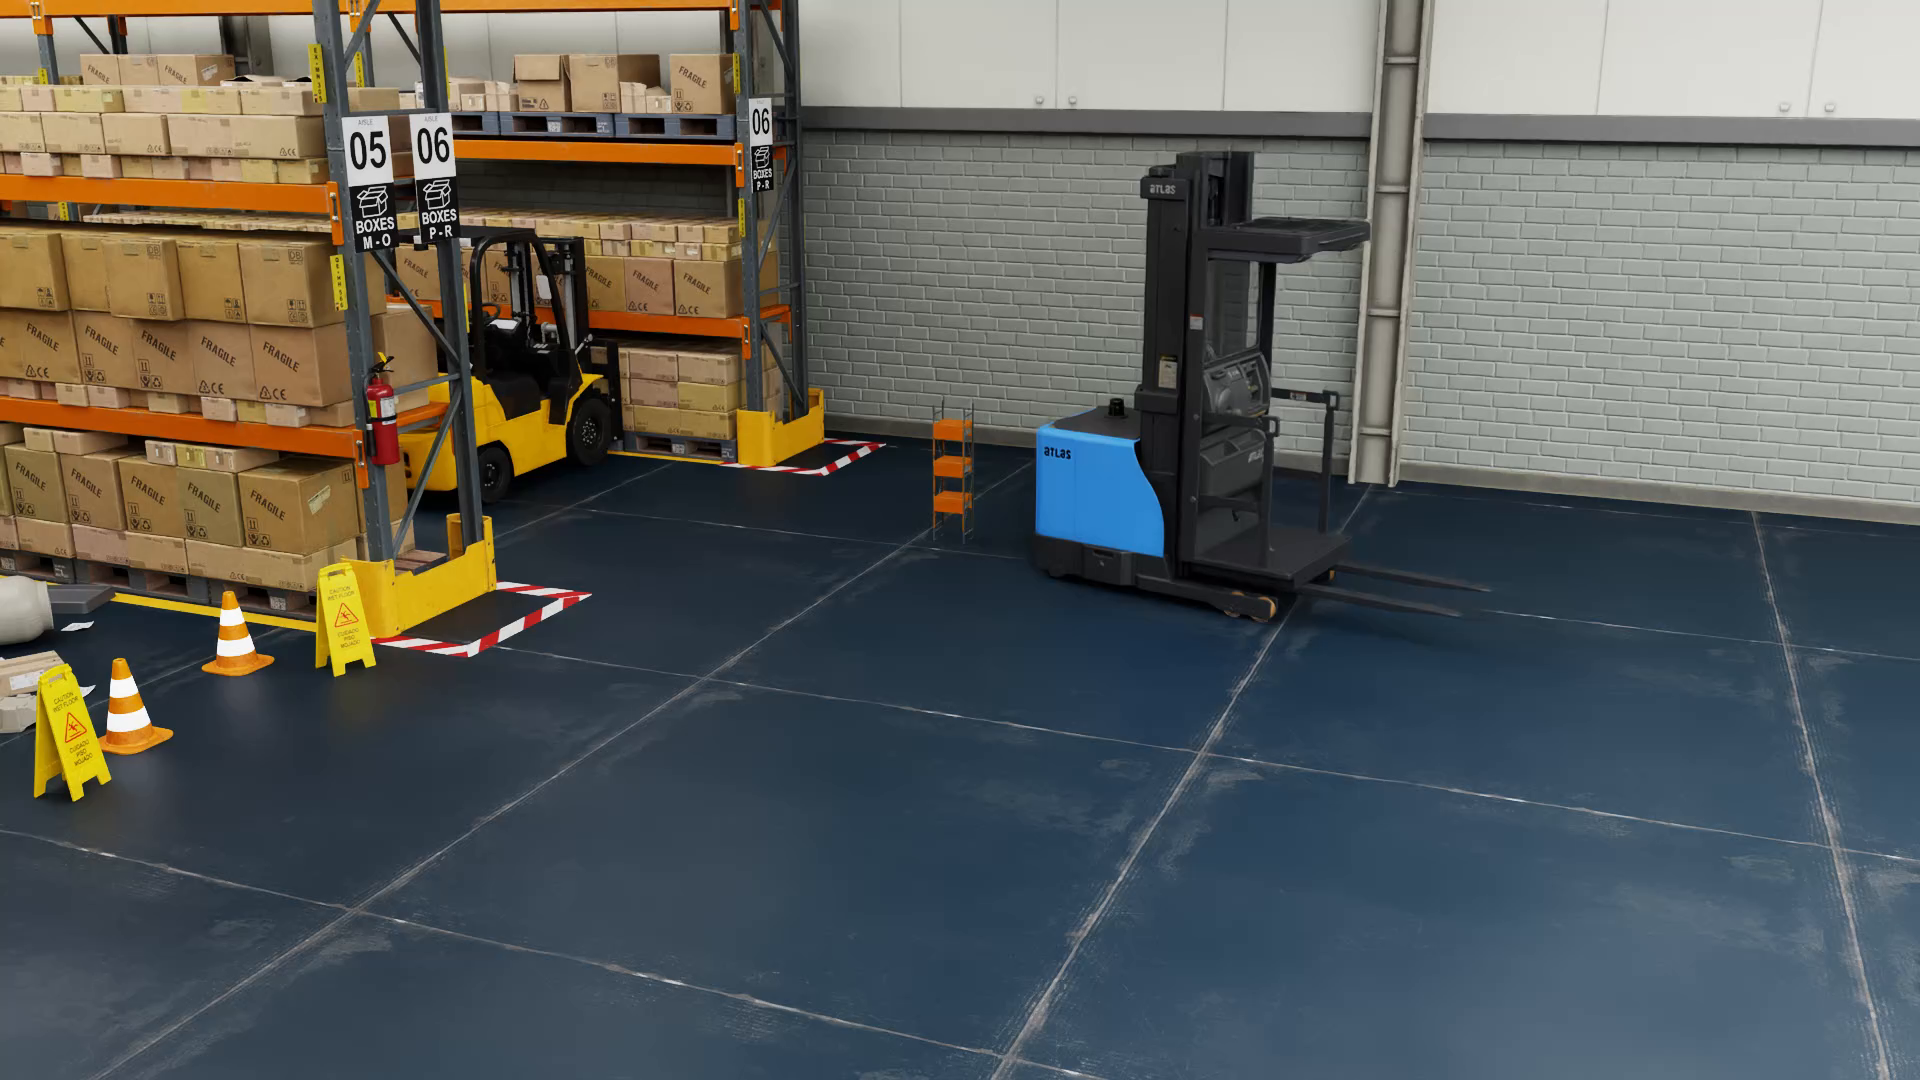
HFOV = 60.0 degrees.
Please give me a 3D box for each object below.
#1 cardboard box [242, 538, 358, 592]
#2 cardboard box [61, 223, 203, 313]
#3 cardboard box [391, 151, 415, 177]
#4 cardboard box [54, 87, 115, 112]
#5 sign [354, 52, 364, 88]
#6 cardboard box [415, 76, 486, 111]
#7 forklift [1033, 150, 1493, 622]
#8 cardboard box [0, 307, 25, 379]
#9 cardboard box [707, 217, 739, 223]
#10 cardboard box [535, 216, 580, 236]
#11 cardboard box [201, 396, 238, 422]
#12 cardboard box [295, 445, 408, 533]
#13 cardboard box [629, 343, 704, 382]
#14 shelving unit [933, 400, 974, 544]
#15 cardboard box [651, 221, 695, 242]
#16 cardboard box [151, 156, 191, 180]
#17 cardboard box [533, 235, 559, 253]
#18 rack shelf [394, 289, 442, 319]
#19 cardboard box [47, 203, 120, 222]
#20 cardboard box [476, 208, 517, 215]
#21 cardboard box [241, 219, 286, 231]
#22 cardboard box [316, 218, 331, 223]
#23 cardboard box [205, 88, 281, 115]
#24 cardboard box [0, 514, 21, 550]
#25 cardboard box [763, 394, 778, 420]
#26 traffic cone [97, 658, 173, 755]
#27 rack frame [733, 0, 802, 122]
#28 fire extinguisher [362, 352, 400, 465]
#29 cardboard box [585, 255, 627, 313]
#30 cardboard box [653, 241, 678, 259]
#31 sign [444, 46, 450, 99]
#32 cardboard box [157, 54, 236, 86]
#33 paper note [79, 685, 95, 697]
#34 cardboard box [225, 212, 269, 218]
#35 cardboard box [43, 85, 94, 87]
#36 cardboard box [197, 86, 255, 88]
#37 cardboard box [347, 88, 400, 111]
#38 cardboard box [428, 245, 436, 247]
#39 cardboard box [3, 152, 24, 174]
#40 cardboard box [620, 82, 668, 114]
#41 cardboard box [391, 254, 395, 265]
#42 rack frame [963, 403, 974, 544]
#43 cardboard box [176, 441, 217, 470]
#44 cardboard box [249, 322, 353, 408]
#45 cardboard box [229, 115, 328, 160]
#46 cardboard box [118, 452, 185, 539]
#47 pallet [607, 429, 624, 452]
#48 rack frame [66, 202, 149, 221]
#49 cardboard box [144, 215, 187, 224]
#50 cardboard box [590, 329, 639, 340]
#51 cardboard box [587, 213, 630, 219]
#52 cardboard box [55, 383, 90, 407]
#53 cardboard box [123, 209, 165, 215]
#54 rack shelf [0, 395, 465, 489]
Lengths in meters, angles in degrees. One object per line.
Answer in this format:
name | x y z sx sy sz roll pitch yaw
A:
cardboard box | -4.367 0.130 11.024 0.500 0.250 0.500 6 17 20
cardboard box | -5.442 -1.806 11.010 0.500 0.500 0.700 6 17 20
cardboard box | -3.683 -2.412 10.671 0.250 0.149 0.380 6 17 21
cardboard box | -5.565 -2.831 10.685 0.250 0.149 0.380 7 17 22
sign | -5.587 -4.369 15.470 0.005 0.325 0.100 6 17 21
cardboard box | -4.712 -4.170 15.503 0.500 0.311 0.500 7 17 22
forklift | 2.021 -1.040 10.997 3.031 2.935 1.130 11 19 33
cardboard box | -6.432 -1.411 11.441 0.500 0.500 0.500 6 17 20
cardboard box | -2.134 -2.897 15.395 0.250 0.149 0.380 7 18 23
cardboard box | -3.743 -2.931 15.514 0.250 0.149 0.380 6 17 21
cardboard box | -4.678 -0.883 10.786 0.250 0.149 0.380 7 17 22
cardboard box | -4.165 -0.371 11.406 0.500 0.500 0.500 6 17 19
cardboard box | -2.696 -1.640 15.326 0.500 0.250 0.500 7 17 22
shelving unit | -0.050 -0.510 12.546 0.252 1.050 0.215 6 17 21
cardboard box | -2.580 -2.783 15.002 0.250 0.149 0.380 7 17 22
cardboard box | -4.867 -2.367 10.516 0.250 0.149 0.380 6 17 20
cardboard box | -3.766 -2.766 15.478 0.250 0.149 0.380 6 17 19
rack shelf | -7.257 -2.530 17.297 4.000 0.370 1.077 6 17 21
cardboard box | -9.539 -3.422 18.150 0.500 0.500 0.500 7 18 23
cardboard box | -4.520 -3.158 16.297 0.250 0.149 0.380 6 17 20
cardboard box | -6.996 -3.130 16.733 0.250 0.149 0.380 6 17 21
cardboard box | -6.353 -3.209 17.005 0.250 0.149 0.380 6 17 20
cardboard box | -4.386 -2.692 10.206 0.250 0.149 0.380 6 17 20
cardboard box | -6.765 -0.134 11.932 0.500 0.250 0.500 5 17 18
cardboard box | -2.061 -1.243 15.755 0.500 0.250 0.500 6 17 21
traffic cone | -4.458 0.858 8.888 0.334 0.463 0.336 6 17 21
rack frame | -1.676 -5.142 14.246 0.127 3.000 1.000 6 17 21
fire extinguisher | -3.556 -0.805 10.206 0.183 0.674 0.296 6 17 21
cardboard box | -3.186 -2.399 15.379 0.500 0.500 0.500 6 17 20
cardboard box | -2.569 -2.644 15.060 0.250 0.149 0.380 7 17 22
sign | -3.295 -2.975 10.591 0.005 0.325 0.100 6 17 21
cardboard box | -7.586 -4.576 16.565 0.500 0.500 0.500 7 17 22
paper note | -5.103 0.872 9.616 0.142 0.019 0.148 0 16 1
cardboard box | -7.507 -3.360 17.526 0.250 0.149 0.380 6 17 20
cardboard box | -6.071 -3.061 11.476 0.250 0.149 0.380 7 18 22
cardboard box | -4.884 -2.922 11.000 0.250 0.149 0.380 7 18 22
cardboard box | -3.749 -2.766 10.460 0.250 0.149 0.380 6 17 20
cardboard box | -4.955 -2.903 15.950 0.250 0.149 0.380 7 17 22
cardboard box | -6.058 -2.503 10.985 0.250 0.149 0.380 6 17 19
cardboard box | -2.794 -3.919 14.721 0.258 0.266 0.396 6 17 21
cardboard box | -5.947 -2.822 16.388 0.500 0.250 0.500 6 17 19
rack frame | 0.064 -0.497 12.503 0.008 1.050 0.200 6 17 21
cardboard box | -4.933 -0.587 10.987 0.250 0.149 0.380 7 17 22
cardboard box | -4.100 -1.148 10.536 0.500 0.500 0.500 6 17 20
cardboard box | -4.068 -2.467 10.148 0.500 0.250 0.500 6 17 20
cardboard box | -5.288 -0.335 11.281 0.500 0.500 0.500 6 17 19
pallet | -3.534 -1.115 16.135 1.213 0.211 1.003 6 17 21
rack frame | -9.118 -3.080 17.901 0.127 3.000 1.000 6 17 21
cardboard box | -8.184 -3.260 17.180 0.250 0.149 0.380 6 17 21
cardboard box | -3.455 -1.879 16.152 0.500 0.250 0.500 6 17 20
cardboard box | -3.338 -3.019 15.816 0.250 0.149 0.380 6 17 21
cardboard box | -5.853 -1.013 11.235 0.250 0.149 0.380 6 17 21
cardboard box | -8.741 -3.458 17.863 0.250 0.149 0.380 7 18 22
rack shelf | -5.354 -0.833 11.452 4.000 0.370 1.077 6 17 21
